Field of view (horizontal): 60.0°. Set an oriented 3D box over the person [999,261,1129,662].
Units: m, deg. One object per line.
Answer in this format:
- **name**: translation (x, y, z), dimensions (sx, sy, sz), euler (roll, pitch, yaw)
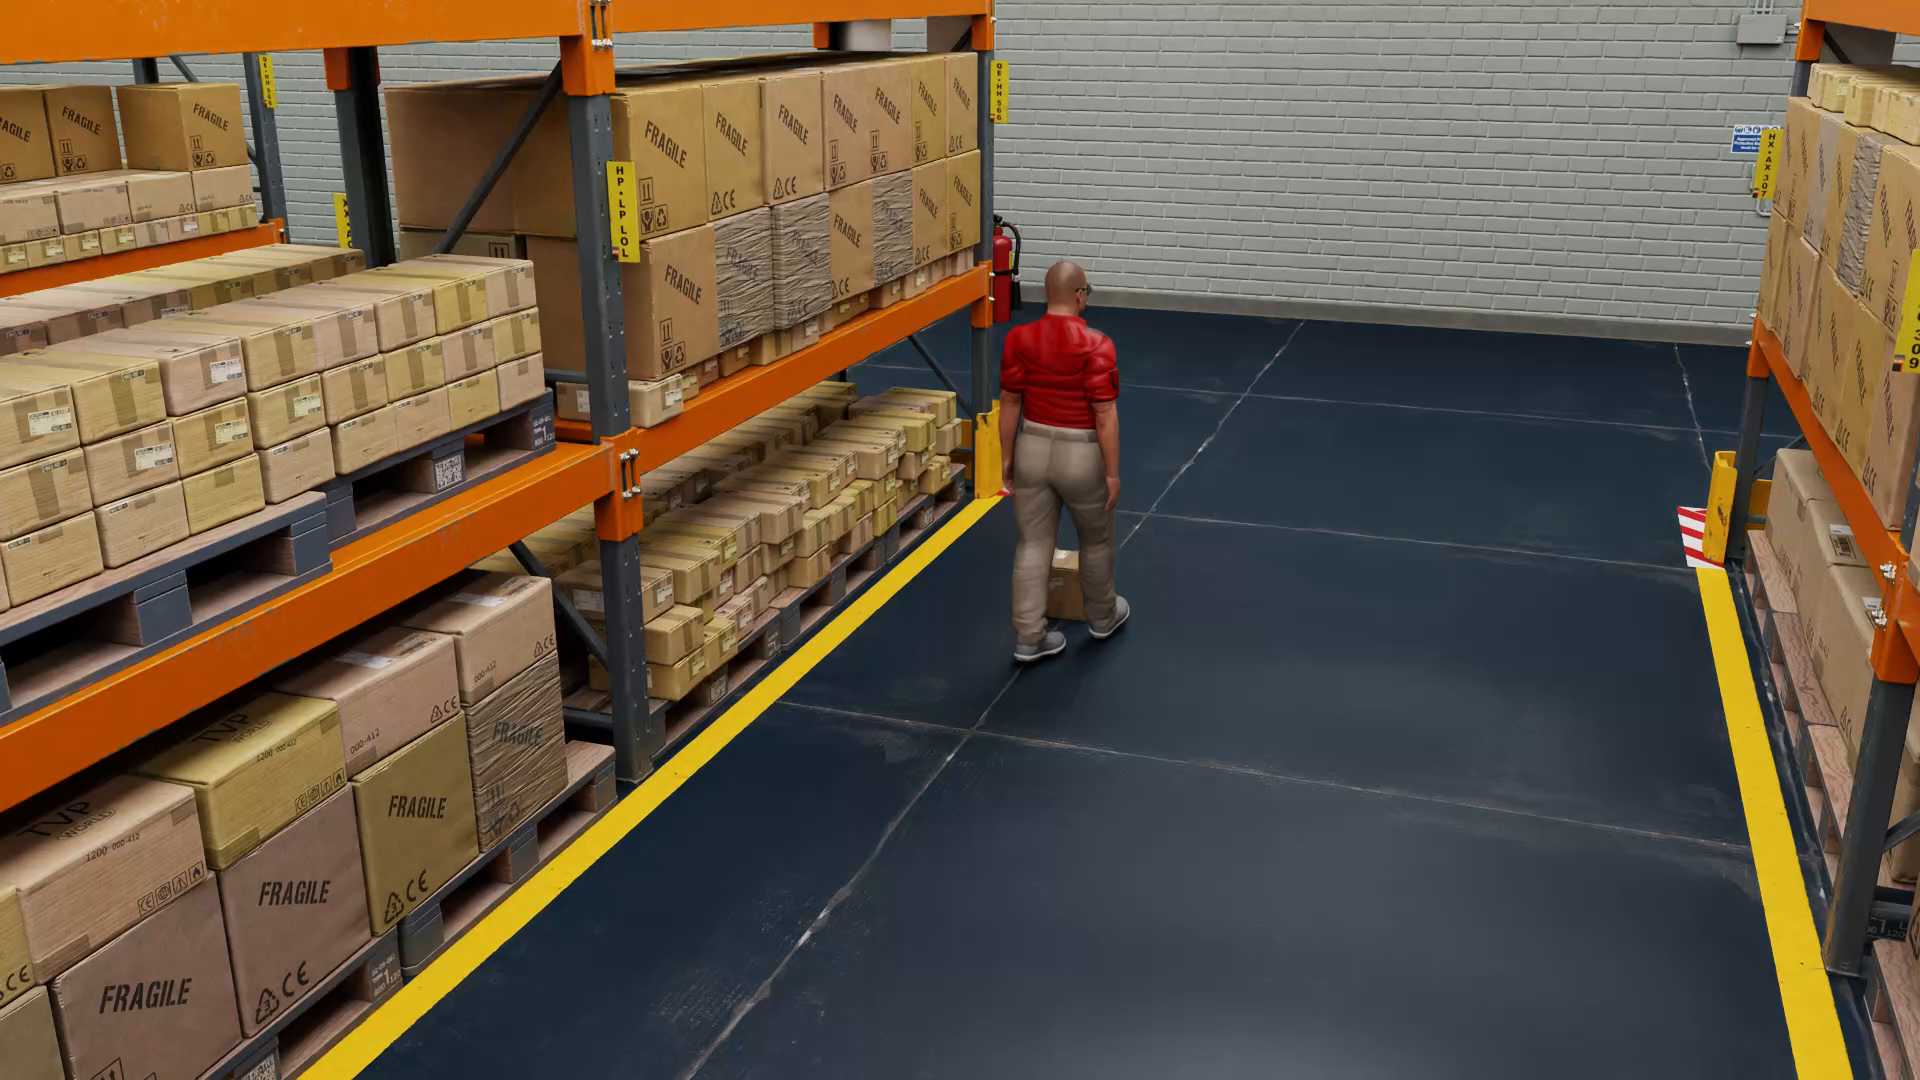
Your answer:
- **person**: translation (0.485, -0.365, 7.164), dimensions (0.553, 1.713, 0.743), euler (8, 20, 22)
